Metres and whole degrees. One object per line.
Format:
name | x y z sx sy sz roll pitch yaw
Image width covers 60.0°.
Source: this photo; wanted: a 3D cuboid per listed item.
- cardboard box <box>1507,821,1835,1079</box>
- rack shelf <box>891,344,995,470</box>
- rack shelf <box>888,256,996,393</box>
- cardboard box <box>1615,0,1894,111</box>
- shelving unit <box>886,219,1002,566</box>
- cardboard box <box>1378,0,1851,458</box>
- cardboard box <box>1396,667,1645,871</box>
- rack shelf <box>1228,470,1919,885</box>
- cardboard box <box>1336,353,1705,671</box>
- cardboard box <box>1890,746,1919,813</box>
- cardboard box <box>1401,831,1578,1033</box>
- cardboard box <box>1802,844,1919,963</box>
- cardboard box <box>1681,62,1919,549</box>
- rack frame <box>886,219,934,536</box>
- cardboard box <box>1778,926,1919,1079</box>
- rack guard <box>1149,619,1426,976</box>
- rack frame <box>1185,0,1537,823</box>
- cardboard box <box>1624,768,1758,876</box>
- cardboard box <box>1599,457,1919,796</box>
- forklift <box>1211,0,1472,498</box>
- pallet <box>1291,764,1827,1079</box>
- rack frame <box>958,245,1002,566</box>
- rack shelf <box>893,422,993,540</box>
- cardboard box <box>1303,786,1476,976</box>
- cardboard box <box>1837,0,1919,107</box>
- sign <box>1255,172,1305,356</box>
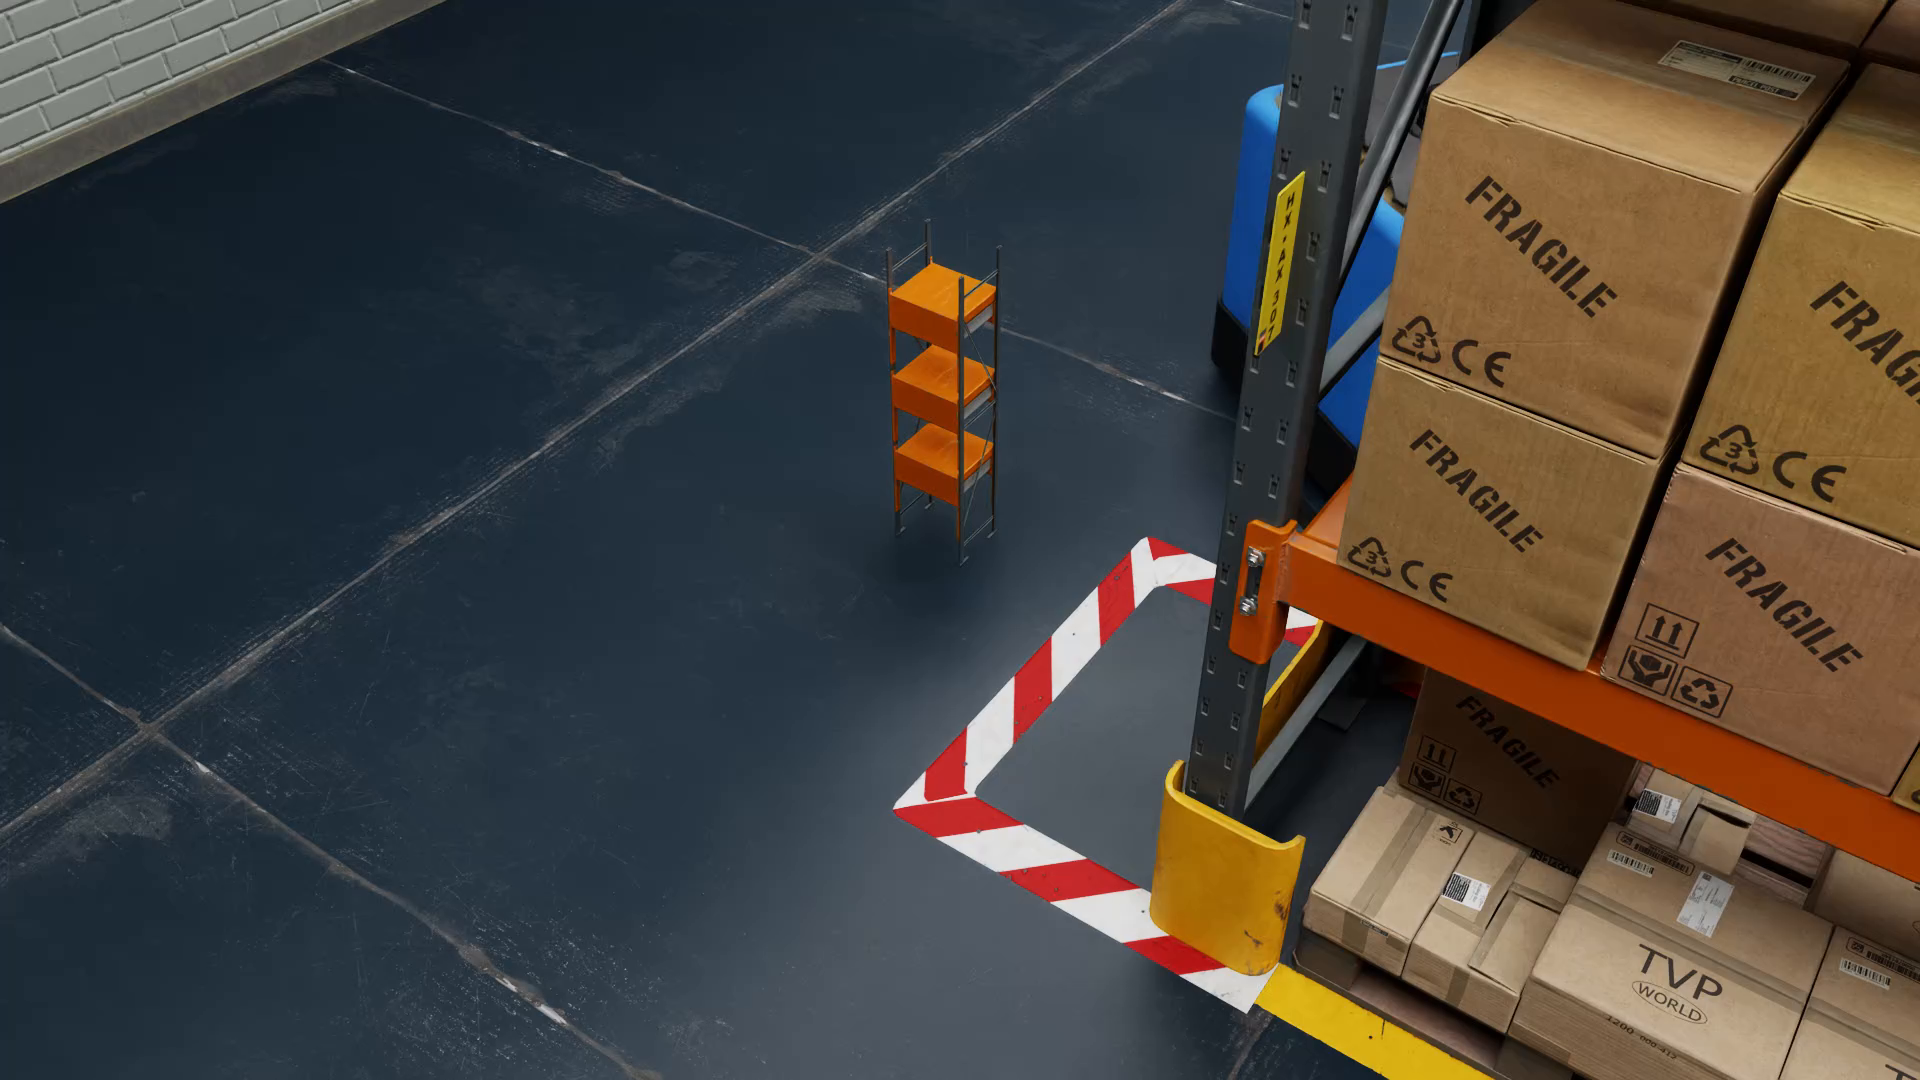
cardboard box | 1.558 0.966 3.653 0.500 0.250 0.500 25 48 25
rack shelf | -0.044 -0.404 4.930 0.240 0.259 0.215 25 48 25
rack shelf | -0.044 -0.615 4.741 0.240 0.259 0.215 25 48 25
cardboard box | 1.389 -0.839 3.113 0.500 0.500 0.500 25 47 25
shelving unit | -0.044 -0.412 4.923 0.252 1.050 0.215 25 48 25
cardboard box | 1.078 -0.545 2.785 0.500 0.500 0.500 27 48 27
cardboard box | 1.453 0.392 4.107 0.500 0.500 0.500 25 48 25
rack shelf | 2.504 0.584 2.887 4.000 0.370 1.077 25 48 25
cardboard box | 1.078 -0.173 3.119 0.500 0.500 0.500 26 48 26
cardboard box | 1.913 0.216 2.685 0.500 0.500 0.500 25 47 25
cardboard box | 1.217 0.886 3.805 0.250 0.166 0.380 25 48 25
cardboard box | 2.214 0.865 3.766 0.500 0.250 0.500 25 48 25
cardboard box | 1.511 -0.349 2.566 0.500 0.500 0.500 26 48 26
rack frame | -0.144 -0.458 4.975 0.008 1.050 0.200 25 48 25
cardboard box | 1.967 1.157 3.439 0.500 0.250 0.500 25 48 25
rack guard | 0.929 0.511 4.304 0.348 0.500 1.175 25 48 25
rack frame | 0.866 -0.449 3.503 0.127 3.000 1.000 25 48 25
cardboard box | 1.733 0.720 3.990 0.250 0.166 0.380 25 48 25
cardboard box | 1.504 0.022 2.901 0.500 0.500 0.500 25 47 25
forklift | 2.453 -1.770 5.030 3.031 2.935 1.130 -15 44 -16
pallet | 1.582 0.924 4.060 1.213 0.211 1.003 25 48 25
rack frame | 0.056 -0.365 4.871 0.008 1.050 0.200 25 48 25
rack shelf | -0.044 -0.197 5.115 0.240 0.259 0.215 25 48 25
cardboard box | 1.012 0.797 3.918 0.250 0.149 0.380 25 48 25
cardboard box | 1.803 -0.646 2.898 0.500 0.500 0.500 26 48 26
sign | 0.555 -0.476 2.883 0.005 0.325 0.100 25 48 25
